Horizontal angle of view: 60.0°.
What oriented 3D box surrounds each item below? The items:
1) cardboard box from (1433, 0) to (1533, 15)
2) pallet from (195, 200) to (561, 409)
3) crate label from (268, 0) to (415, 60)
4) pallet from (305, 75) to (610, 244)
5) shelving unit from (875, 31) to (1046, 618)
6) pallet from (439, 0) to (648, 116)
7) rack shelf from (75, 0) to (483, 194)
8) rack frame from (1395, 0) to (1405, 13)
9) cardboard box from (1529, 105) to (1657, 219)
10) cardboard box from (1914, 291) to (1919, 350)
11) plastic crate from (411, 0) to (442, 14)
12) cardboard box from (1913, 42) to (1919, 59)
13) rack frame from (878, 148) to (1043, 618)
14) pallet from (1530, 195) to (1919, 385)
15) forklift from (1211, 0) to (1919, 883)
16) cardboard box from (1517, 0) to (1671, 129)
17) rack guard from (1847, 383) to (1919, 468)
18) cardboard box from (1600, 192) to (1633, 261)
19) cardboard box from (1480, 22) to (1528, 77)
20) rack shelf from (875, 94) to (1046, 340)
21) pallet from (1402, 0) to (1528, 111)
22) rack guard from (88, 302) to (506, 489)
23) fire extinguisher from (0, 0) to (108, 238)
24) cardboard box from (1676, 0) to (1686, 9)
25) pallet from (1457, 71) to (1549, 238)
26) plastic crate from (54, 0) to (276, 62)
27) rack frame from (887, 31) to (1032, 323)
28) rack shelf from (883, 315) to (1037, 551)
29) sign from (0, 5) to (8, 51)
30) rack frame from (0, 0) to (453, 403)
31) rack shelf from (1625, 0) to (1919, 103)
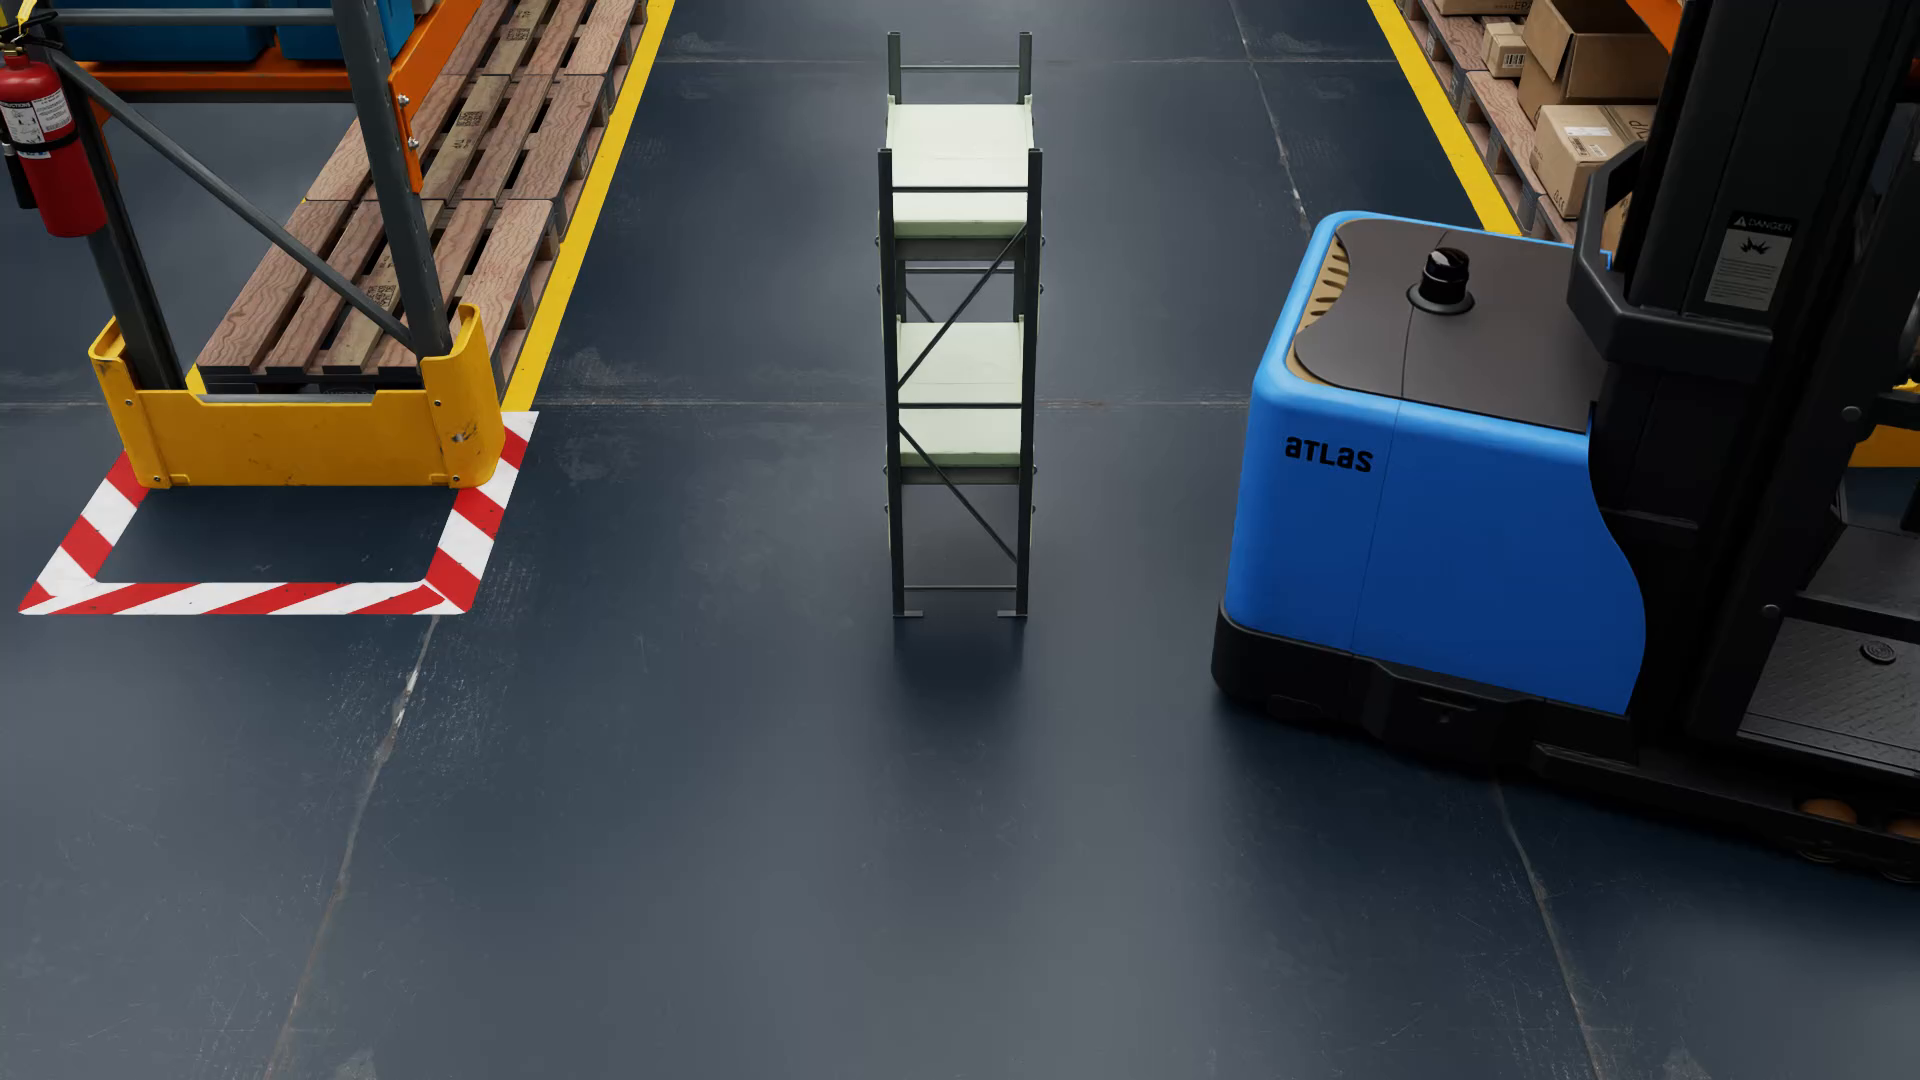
[{"bbox_3d":[2.584,-2.825,8.175,0.500,0.311,0.500,0,39,0],"label":"cardboard box"},{"bbox_3d":[-2.111,-0.890,6.192,1.003,0.211,1.213,0,39,0],"label":"pallet"},{"bbox_3d":[-1.820,-1.575,4.903,0.416,0.233,0.303,0,39,0],"label":"crate label"},{"bbox_3d":[-2.110,-1.651,7.141,1.003,0.211,1.213,0,39,0],"label":"pallet"},{"bbox_3d":[0.000,-0.589,4.786,0.431,1.500,0.755,0,39,0],"label":"shelving unit"},{"bbox_3d":[-2.114,-2.416,8.096,1.003,0.211,1.213,0,39,0],"label":"pallet"},{"bbox_3d":[-2.152,-2.432,6.462,1.077,0.370,4.000,0,39,0],"label":"rack shelf"},{"bbox_3d":[2.800,-3.965,7.799,1.000,3.000,0.127,0,39,0],"label":"rack frame"},{"bbox_3d":[2.586,-1.496,6.565,0.500,0.250,0.500,0,39,0],"label":"cardboard box"},{"bbox_3d":[3.147,-0.785,5.759,0.380,0.149,0.250,0,39,0],"label":"cardboard box"},{"bbox_3d":[-1.738,-1.738,5.183,0.250,0.136,0.298,0,39,0],"label":"plastic crate"},{"bbox_3d":[3.067,-1.780,4.993,0.500,0.500,0.500,1,39,1],"label":"cardboard box"},{"bbox_3d":[0.000,-0.361,4.501,0.400,1.500,0.023,0,39,0],"label":"rack frame"},{"bbox_3d":[2.802,-0.921,6.231,1.003,0.211,1.213,0,39,0],"label":"pallet"},{"bbox_3d":[2.278,-0.660,3.730,3.031,2.935,1.130,13,40,15],"label":"forklift"},{"bbox_3d":[2.807,-1.988,6.976,0.797,0.503,0.637,0,39,0],"label":"cardboard box"},{"bbox_3d":[2.804,-0.536,5.519,1.175,0.500,0.348,0,39,0],"label":"rack guard"},{"bbox_3d":[2.557,-1.000,5.746,0.500,0.500,0.500,0,39,0],"label":"cardboard box"},{"bbox_3d":[2.595,-2.227,7.545,0.380,0.166,0.250,0,39,0],"label":"cardboard box"},{"bbox_3d":[0.000,-0.894,4.542,0.431,0.370,0.720,0,39,0],"label":"rack shelf"},{"bbox_3d":[2.799,-2.447,8.135,1.003,0.211,1.213,0,39,0],"label":"pallet"},{"bbox_3d":[-2.136,-0.472,5.439,1.175,0.500,0.348,0,39,0],"label":"rack guard"},{"bbox_3d":[-2.603,-1.192,4.699,0.296,0.674,0.183,0,39,0],"label":"fire extinguisher"},{"bbox_3d":[2.531,-1.782,4.996,0.500,0.500,0.500,1,39,1],"label":"cardboard box"},{"bbox_3d":[2.804,-1.682,7.181,1.003,0.211,1.213,0,39,0],"label":"pallet"},{"bbox_3d":[-2.336,-1.709,4.907,0.616,0.435,0.499,0,39,0],"label":"plastic crate"},{"bbox_3d":[0.000,-0.818,5.072,0.400,1.500,0.023,0,39,0],"label":"rack frame"},{"bbox_3d":[0.000,-0.335,4.990,0.431,0.370,0.720,0,39,0],"label":"rack shelf"},{"bbox_3d":[-2.699,-1.515,4.612,0.100,0.325,0.005,0,39,0],"label":"sign"},{"bbox_3d":[-2.149,-1.462,4.676,1.000,3.000,0.127,0,39,0],"label":"rack frame"},{"bbox_3d":[2.802,-2.434,6.463,1.077,0.370,4.000,0,39,0],"label":"rack shelf"}]
